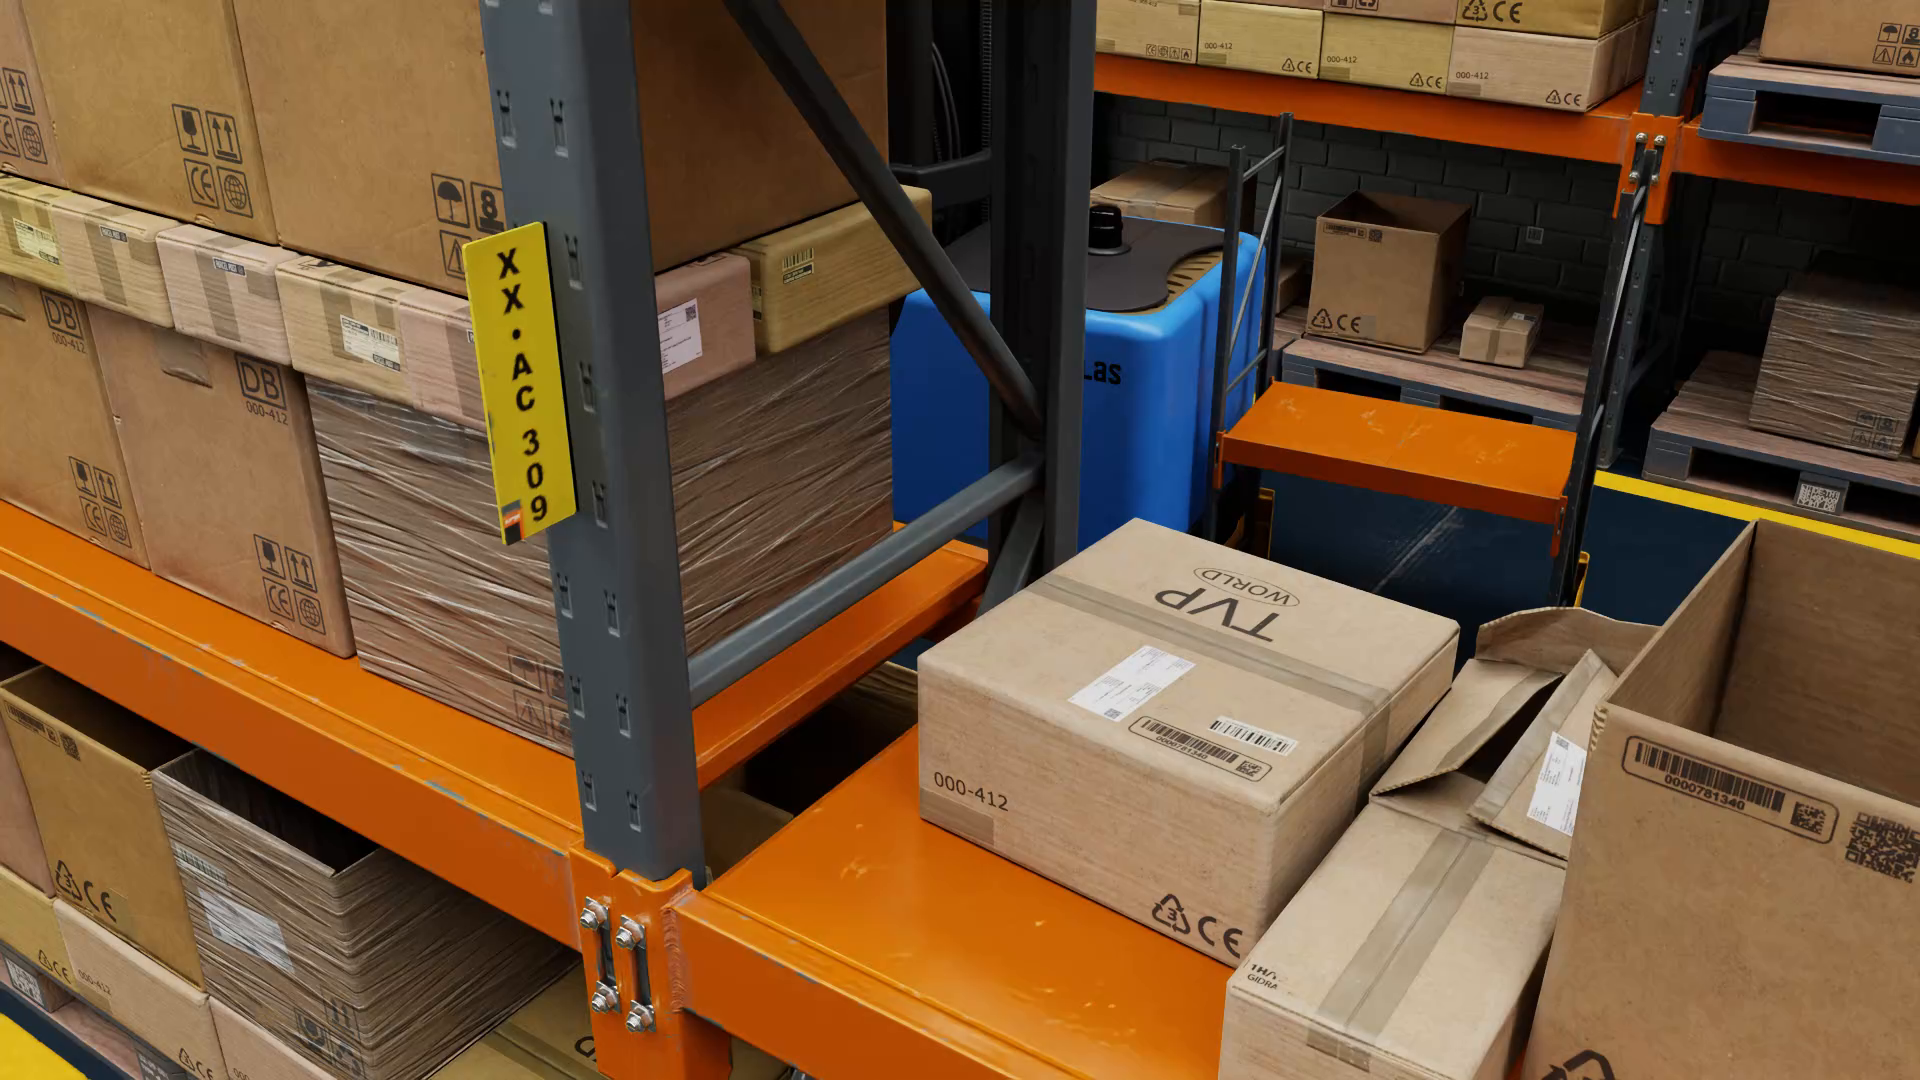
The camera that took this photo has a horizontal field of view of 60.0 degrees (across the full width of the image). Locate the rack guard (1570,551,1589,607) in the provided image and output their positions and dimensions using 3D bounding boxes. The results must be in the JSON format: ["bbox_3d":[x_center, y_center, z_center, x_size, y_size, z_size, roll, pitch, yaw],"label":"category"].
[{"bbox_3d":[1.772,0.262,4.960,0.087,0.250,0.587,13,30,24],"label":"rack guard"}]

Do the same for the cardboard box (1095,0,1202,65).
[{"bbox_3d":[0.858,-2.130,6.771,0.500,0.250,0.500,18,32,31],"label":"cardboard box"}]

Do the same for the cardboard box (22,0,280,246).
[{"bbox_3d":[-0.923,-0.807,2.488,0.500,0.500,0.700,17,32,30],"label":"cardboard box"}]

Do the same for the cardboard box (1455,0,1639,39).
[{"bbox_3d":[2.100,-2.078,5.843,0.500,0.500,0.500,17,32,30],"label":"cardboard box"}]

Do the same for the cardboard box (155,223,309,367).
[{"bbox_3d":[-0.902,-0.397,2.398,0.250,0.149,0.380,16,31,29],"label":"cardboard box"}]

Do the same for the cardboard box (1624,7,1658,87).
[{"bbox_3d":[2.399,-1.939,6.397,0.500,0.250,0.500,18,32,31],"label":"cardboard box"}]

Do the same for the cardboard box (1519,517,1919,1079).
[{"bbox_3d":[0.921,0.351,1.644,0.500,0.500,0.500,20,33,34],"label":"cardboard box"}]

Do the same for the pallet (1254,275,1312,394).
[{"bbox_3d":[1.081,-1.026,7.533,1.213,0.211,1.003,17,32,30],"label":"pallet"}]

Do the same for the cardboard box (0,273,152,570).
[{"bbox_3d":[-1.356,-0.363,3.046,0.500,0.500,0.700,18,32,31],"label":"cardboard box"}]

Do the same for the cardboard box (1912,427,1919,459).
[{"bbox_3d":[3.735,-0.582,5.857,0.500,0.500,0.700,17,31,29],"label":"cardboard box"}]

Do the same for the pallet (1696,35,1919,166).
[{"bbox_3d":[3.212,-1.460,5.524,1.213,0.211,1.003,17,32,30],"label":"pallet"}]

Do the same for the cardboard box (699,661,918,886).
[{"bbox_3d":[-0.342,0.525,3.154,0.500,0.500,0.500,17,32,30],"label":"cardboard box"}]

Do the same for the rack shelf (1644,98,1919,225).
[{"bbox_3d":[4.313,-0.962,5.127,4.000,0.370,1.077,17,32,30],"label":"rack shelf"}]

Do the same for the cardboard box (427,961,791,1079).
[{"bbox_3d":[-0.643,1.058,2.933,0.500,0.250,0.500,17,32,30],"label":"cardboard box"}]

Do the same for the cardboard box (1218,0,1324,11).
[{"bbox_3d":[1.276,-2.338,6.353,0.500,0.500,0.500,16,31,29],"label":"cardboard box"}]

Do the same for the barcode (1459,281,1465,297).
[{"bbox_3d":[2.134,-1.084,7.153,0.075,0.075,0.001,17,32,30],"label":"barcode"}]

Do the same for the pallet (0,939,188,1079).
[{"bbox_3d":[-1.778,0.766,4.011,1.213,0.211,1.003,17,32,30],"label":"pallet"}]

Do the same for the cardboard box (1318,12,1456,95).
[{"bbox_3d":[1.697,-1.878,6.276,0.500,0.250,0.500,17,32,31],"label":"cardboard box"}]

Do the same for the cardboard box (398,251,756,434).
[{"bbox_3d":[-0.482,-0.267,2.142,0.250,0.149,0.380,17,32,30],"label":"cardboard box"}]

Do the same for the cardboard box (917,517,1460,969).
[{"bbox_3d":[0.294,0.234,2.149,0.500,0.250,0.500,20,33,33],"label":"cardboard box"}]

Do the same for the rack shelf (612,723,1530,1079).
[{"bbox_3d":[1.512,0.891,1.486,4.000,0.370,1.077,17,32,30],"label":"rack shelf"}]

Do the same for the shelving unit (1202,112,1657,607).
[{"bbox_3d":[1.328,-0.397,4.877,1.083,1.500,0.587,13,30,24],"label":"shelving unit"}]

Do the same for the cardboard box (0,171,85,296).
[{"bbox_3d":[-1.320,-0.529,2.656,0.250,0.149,0.380,17,32,30],"label":"cardboard box"}]

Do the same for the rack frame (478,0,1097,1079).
[{"bbox_3d":[-0.135,0.055,2.334,0.053,2.616,0.949,17,32,30],"label":"rack frame"}]

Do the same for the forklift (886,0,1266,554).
[{"bbox_3d":[-0.562,-1.434,5.337,3.031,2.935,1.130,13,30,24],"label":"forklift"}]

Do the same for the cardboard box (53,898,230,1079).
[{"bbox_3d":[-1.470,0.803,3.434,0.500,0.250,0.500,17,32,30],"label":"cardboard box"}]

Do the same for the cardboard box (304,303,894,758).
[{"bbox_3d":[-0.506,-0.100,2.528,0.500,0.500,0.700,16,31,29],"label":"cardboard box"}]

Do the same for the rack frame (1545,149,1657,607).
[{"bbox_3d":[1.774,-0.295,4.676,0.032,1.500,0.500,13,30,24],"label":"rack frame"}]

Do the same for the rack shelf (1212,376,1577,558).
[{"bbox_3d":[1.320,-0.239,4.962,1.000,0.185,0.538,13,30,24],"label":"rack shelf"}]

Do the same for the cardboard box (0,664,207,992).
[{"bbox_3d":[-1.463,0.464,3.274,0.500,0.500,0.500,17,32,30],"label":"cardboard box"}]

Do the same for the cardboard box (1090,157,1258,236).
[{"bbox_3d":[0.933,-1.341,7.348,0.500,0.500,0.700,15,31,27],"label":"cardboard box"}]

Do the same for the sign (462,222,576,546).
[{"bbox_3d":[-0.450,-0.157,1.709,0.005,0.325,0.100,17,32,30],"label":"sign"}]

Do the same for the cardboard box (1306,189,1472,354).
[{"bbox_3d":[1.787,-1.130,6.934,0.500,0.500,0.500,15,30,27],"label":"cardboard box"}]
